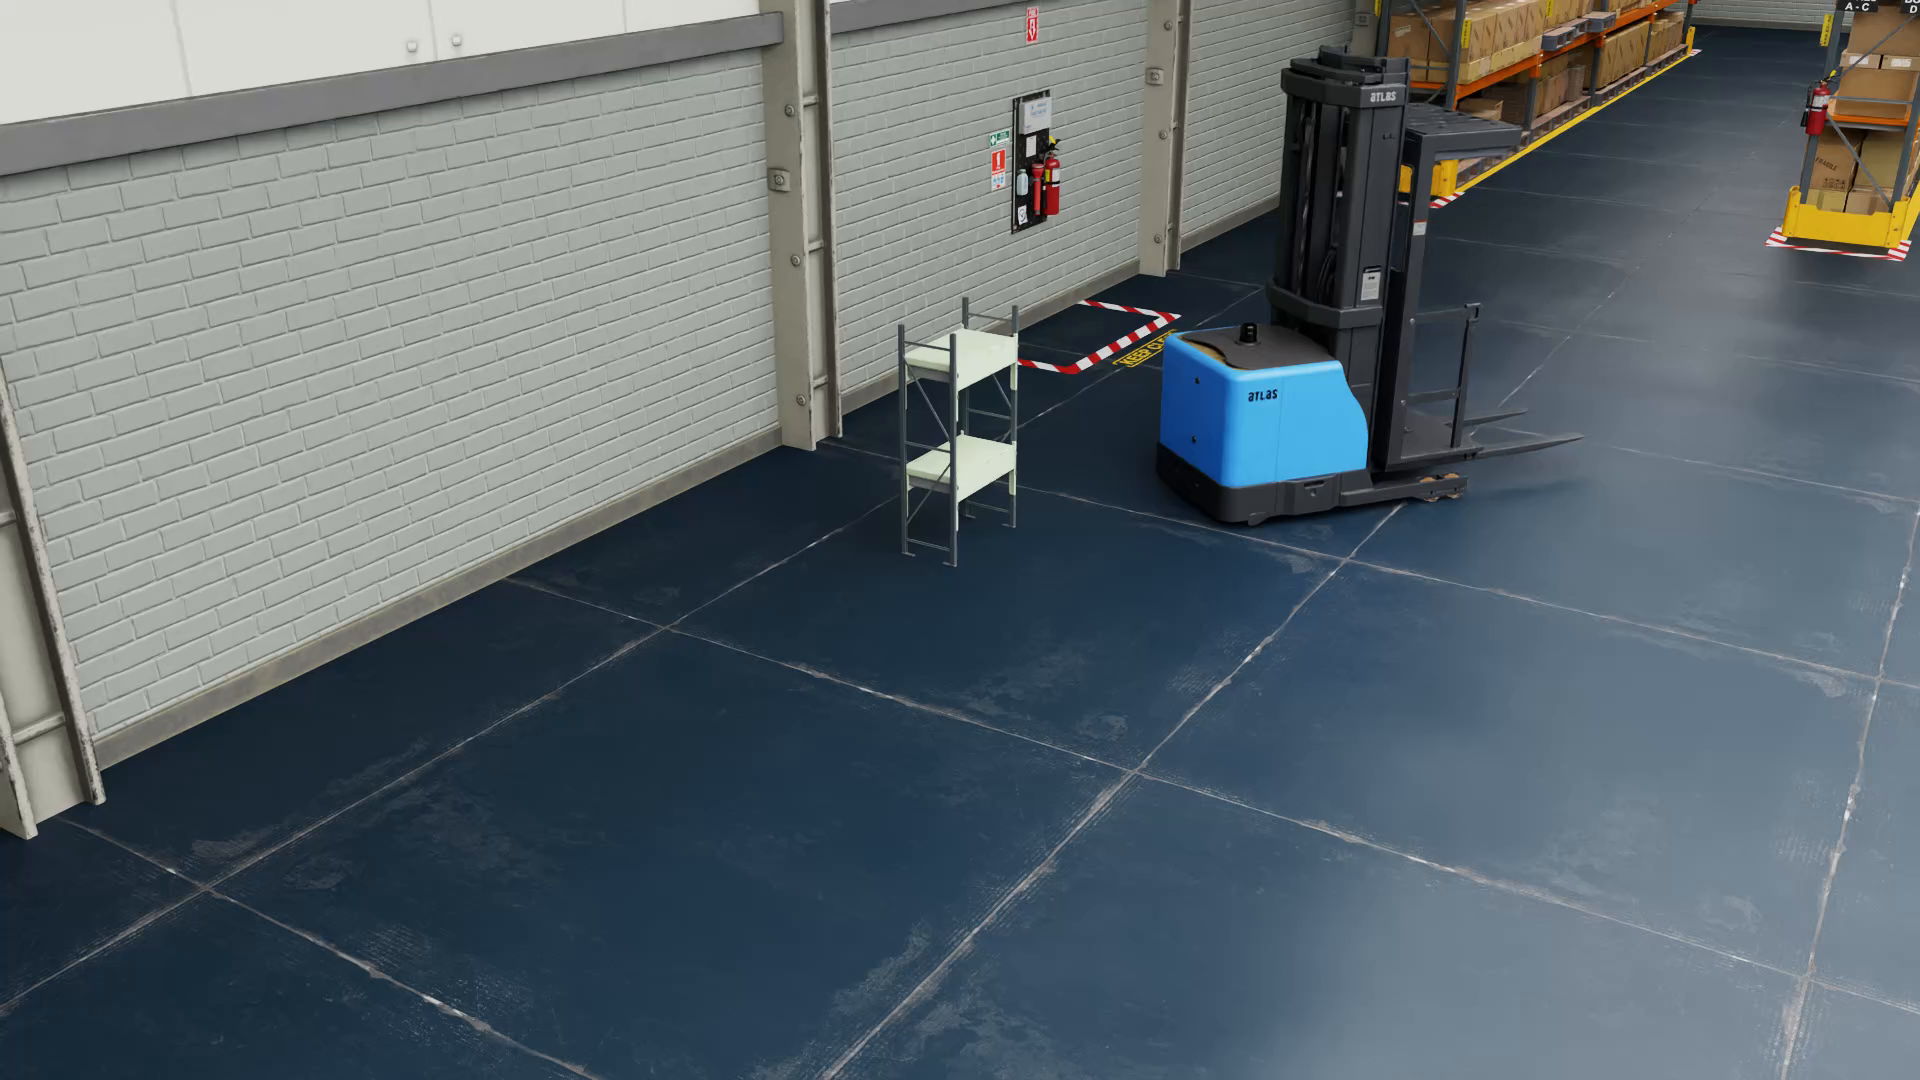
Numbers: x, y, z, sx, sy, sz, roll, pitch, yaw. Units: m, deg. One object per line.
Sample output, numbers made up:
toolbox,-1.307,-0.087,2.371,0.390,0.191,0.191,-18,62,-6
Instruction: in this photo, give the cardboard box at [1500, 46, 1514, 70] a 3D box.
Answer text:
cardboard box,6.907,-6.322,21.741,0.500,0.250,0.500,14,27,29

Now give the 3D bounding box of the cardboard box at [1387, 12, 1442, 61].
cardboard box,5.644,-6.252,20.637,0.500,0.500,0.500,14,27,28

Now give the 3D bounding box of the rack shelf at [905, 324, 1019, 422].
rack shelf,-0.003,-1.044,10.292,0.431,0.370,0.720,14,27,29

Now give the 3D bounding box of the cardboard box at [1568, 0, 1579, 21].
cardboard box,8.918,-8.126,25.066,0.700,0.500,0.500,14,27,29

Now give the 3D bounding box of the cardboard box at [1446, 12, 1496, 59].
cardboard box,6.352,-6.312,20.773,0.500,0.500,0.500,14,27,29

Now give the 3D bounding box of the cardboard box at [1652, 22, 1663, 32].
cardboard box,12.723,-9.466,30.641,0.380,0.149,0.250,15,28,31

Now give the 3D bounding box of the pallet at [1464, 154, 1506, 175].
pallet,6.719,-5.187,22.466,1.003,0.211,1.213,14,27,29

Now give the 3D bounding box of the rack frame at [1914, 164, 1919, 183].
rack frame,11.896,-6.077,21.013,1.000,3.000,0.127,14,27,29

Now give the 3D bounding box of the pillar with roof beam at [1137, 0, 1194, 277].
pillar with roof beam,5.702,-6.008,13.300,9.100,9.000,0.400,14,27,29

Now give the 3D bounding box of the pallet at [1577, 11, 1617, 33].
pallet,9.510,-8.113,25.957,1.213,0.211,1.003,14,27,29

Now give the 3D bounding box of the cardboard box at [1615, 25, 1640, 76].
cardboard box,11.207,-8.473,28.725,0.750,0.750,0.750,15,27,31

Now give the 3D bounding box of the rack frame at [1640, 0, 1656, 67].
rack frame,11.906,-9.814,29.645,1.000,3.000,0.127,14,27,29

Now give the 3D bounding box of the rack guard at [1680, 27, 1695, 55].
rack guard,14.028,-10.025,33.279,1.175,0.500,0.348,14,27,29

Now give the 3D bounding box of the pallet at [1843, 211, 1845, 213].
pallet,10.154,-3.715,19.065,1.003,0.211,1.213,14,27,29

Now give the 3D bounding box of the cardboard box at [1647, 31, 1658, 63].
cardboard box,12.387,-9.091,30.592,0.700,0.500,0.500,14,27,30

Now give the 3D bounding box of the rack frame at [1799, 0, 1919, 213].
rack frame,9.786,-4.727,17.894,1.000,3.000,0.127,14,27,29

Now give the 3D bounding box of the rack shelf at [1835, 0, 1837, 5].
rack shelf,10.841,-6.449,19.001,1.077,0.370,4.000,14,27,29

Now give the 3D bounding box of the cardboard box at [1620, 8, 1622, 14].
cardboard box,10.821,-8.861,27.734,0.380,0.149,0.250,14,27,30

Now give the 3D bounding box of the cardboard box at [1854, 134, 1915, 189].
cardboard box,10.520,-4.306,18.909,0.500,0.500,0.500,14,27,29

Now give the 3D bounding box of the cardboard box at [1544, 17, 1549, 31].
cardboard box,7.983,-7.527,23.681,0.700,0.500,0.500,14,27,29

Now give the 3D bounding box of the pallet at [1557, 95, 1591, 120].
pallet,9.382,-6.921,26.472,1.003,0.211,1.213,14,27,29

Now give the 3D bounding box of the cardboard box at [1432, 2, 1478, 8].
cardboard box,6.452,-6.766,21.822,0.500,0.500,0.500,14,27,30

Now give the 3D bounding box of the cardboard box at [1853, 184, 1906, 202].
cardboard box,10.519,-3.962,19.059,0.500,0.250,0.500,14,27,29

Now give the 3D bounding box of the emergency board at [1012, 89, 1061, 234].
emergency board,0.709,-3.331,14.668,0.194,1.169,0.643,14,27,29

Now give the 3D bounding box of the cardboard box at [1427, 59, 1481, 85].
cardboard box,6.103,-5.803,20.542,0.500,0.250,0.500,13,27,27

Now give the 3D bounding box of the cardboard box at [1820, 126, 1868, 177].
cardboard box,10.331,-4.586,19.557,0.500,0.500,0.500,14,27,29

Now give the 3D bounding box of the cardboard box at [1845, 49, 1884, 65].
cardboard box,9.963,-5.328,18.340,0.380,0.149,0.250,15,27,30

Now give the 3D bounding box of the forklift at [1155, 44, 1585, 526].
forklift,2.941,-1.790,11.196,3.031,2.935,1.130,-9,25,-19

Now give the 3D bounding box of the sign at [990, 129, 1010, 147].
sign,0.340,-3.425,14.174,0.001,0.109,0.331,14,27,29

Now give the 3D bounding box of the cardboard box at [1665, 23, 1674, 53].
cardboard box,13.203,-9.614,31.800,0.700,0.500,0.500,13,27,27

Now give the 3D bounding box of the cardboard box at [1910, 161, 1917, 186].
cardboard box,11.314,-4.467,20.226,0.500,0.250,0.500,14,27,29

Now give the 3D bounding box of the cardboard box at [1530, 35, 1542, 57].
cardboard box,7.693,-6.831,22.918,0.500,0.250,0.500,14,27,29

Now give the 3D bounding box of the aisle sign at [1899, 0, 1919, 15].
aisle sign,10.012,-5.834,17.178,0.394,0.787,0.004,14,27,29

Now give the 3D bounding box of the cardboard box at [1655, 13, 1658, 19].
cardboard box,13.228,-10.079,32.058,0.380,0.149,0.250,14,27,29

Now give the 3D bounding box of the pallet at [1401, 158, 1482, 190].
pallet,6.074,-4.777,21.519,1.003,0.211,1.213,14,27,29

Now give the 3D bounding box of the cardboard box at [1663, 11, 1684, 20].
cardboard box,13.818,-10.169,32.265,0.380,0.149,0.250,14,27,28

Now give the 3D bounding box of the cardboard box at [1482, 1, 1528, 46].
cardboard box,7.166,-6.837,21.987,0.500,0.500,0.500,13,27,27

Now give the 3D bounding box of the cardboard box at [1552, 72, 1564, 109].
cardboard box,8.852,-6.942,25.603,0.700,0.500,0.500,14,27,29

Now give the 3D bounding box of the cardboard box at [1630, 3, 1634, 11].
cardboard box,11.260,-9.115,28.321,0.380,0.149,0.250,13,27,28

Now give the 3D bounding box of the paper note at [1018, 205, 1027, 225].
paper note,0.557,-2.881,14.738,0.016,0.148,0.142,14,27,29

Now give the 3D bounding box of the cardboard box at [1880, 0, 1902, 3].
cardboard box,10.344,-5.720,18.428,0.700,0.500,0.500,13,27,28

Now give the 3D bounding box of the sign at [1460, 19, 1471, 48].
sign,6.037,-6.048,19.855,0.100,0.325,0.005,14,27,29

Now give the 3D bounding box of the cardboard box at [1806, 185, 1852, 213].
cardboard box,9.818,-3.901,18.918,0.500,0.250,0.500,14,27,29

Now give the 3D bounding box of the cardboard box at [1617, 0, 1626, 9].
cardboard box,10.553,-8.941,27.102,0.500,0.500,0.500,15,28,31

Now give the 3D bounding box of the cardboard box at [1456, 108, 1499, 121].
cardboard box,6.747,-5.463,22.187,0.700,0.500,0.500,12,26,26

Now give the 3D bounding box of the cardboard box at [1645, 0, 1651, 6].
cardboard box,11.855,-9.445,29.082,0.380,0.149,0.250,14,27,30

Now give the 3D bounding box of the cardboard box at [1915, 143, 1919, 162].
cardboard box,11.303,-4.814,20.084,0.500,0.500,0.500,14,27,29

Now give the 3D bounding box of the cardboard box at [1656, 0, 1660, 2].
cardboard box,12.206,-10.132,30.001,0.980,0.700,0.700,14,27,30

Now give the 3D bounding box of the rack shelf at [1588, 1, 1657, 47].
rack shelf,10.851,-8.809,28.229,1.077,0.370,4.000,14,27,29

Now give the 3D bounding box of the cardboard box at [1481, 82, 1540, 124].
cardboard box,8.060,-6.421,24.399,0.700,0.500,0.500,15,28,31

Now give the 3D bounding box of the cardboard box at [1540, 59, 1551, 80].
cardboard box,8.560,-7.091,25.003,0.500,0.250,0.500,13,27,27

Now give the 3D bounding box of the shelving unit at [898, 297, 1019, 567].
shelving unit,-0.004,-0.686,10.447,0.431,1.500,0.755,14,27,29

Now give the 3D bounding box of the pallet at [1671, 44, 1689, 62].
pallet,13.660,-9.598,32.656,1.003,0.211,1.213,14,27,29
